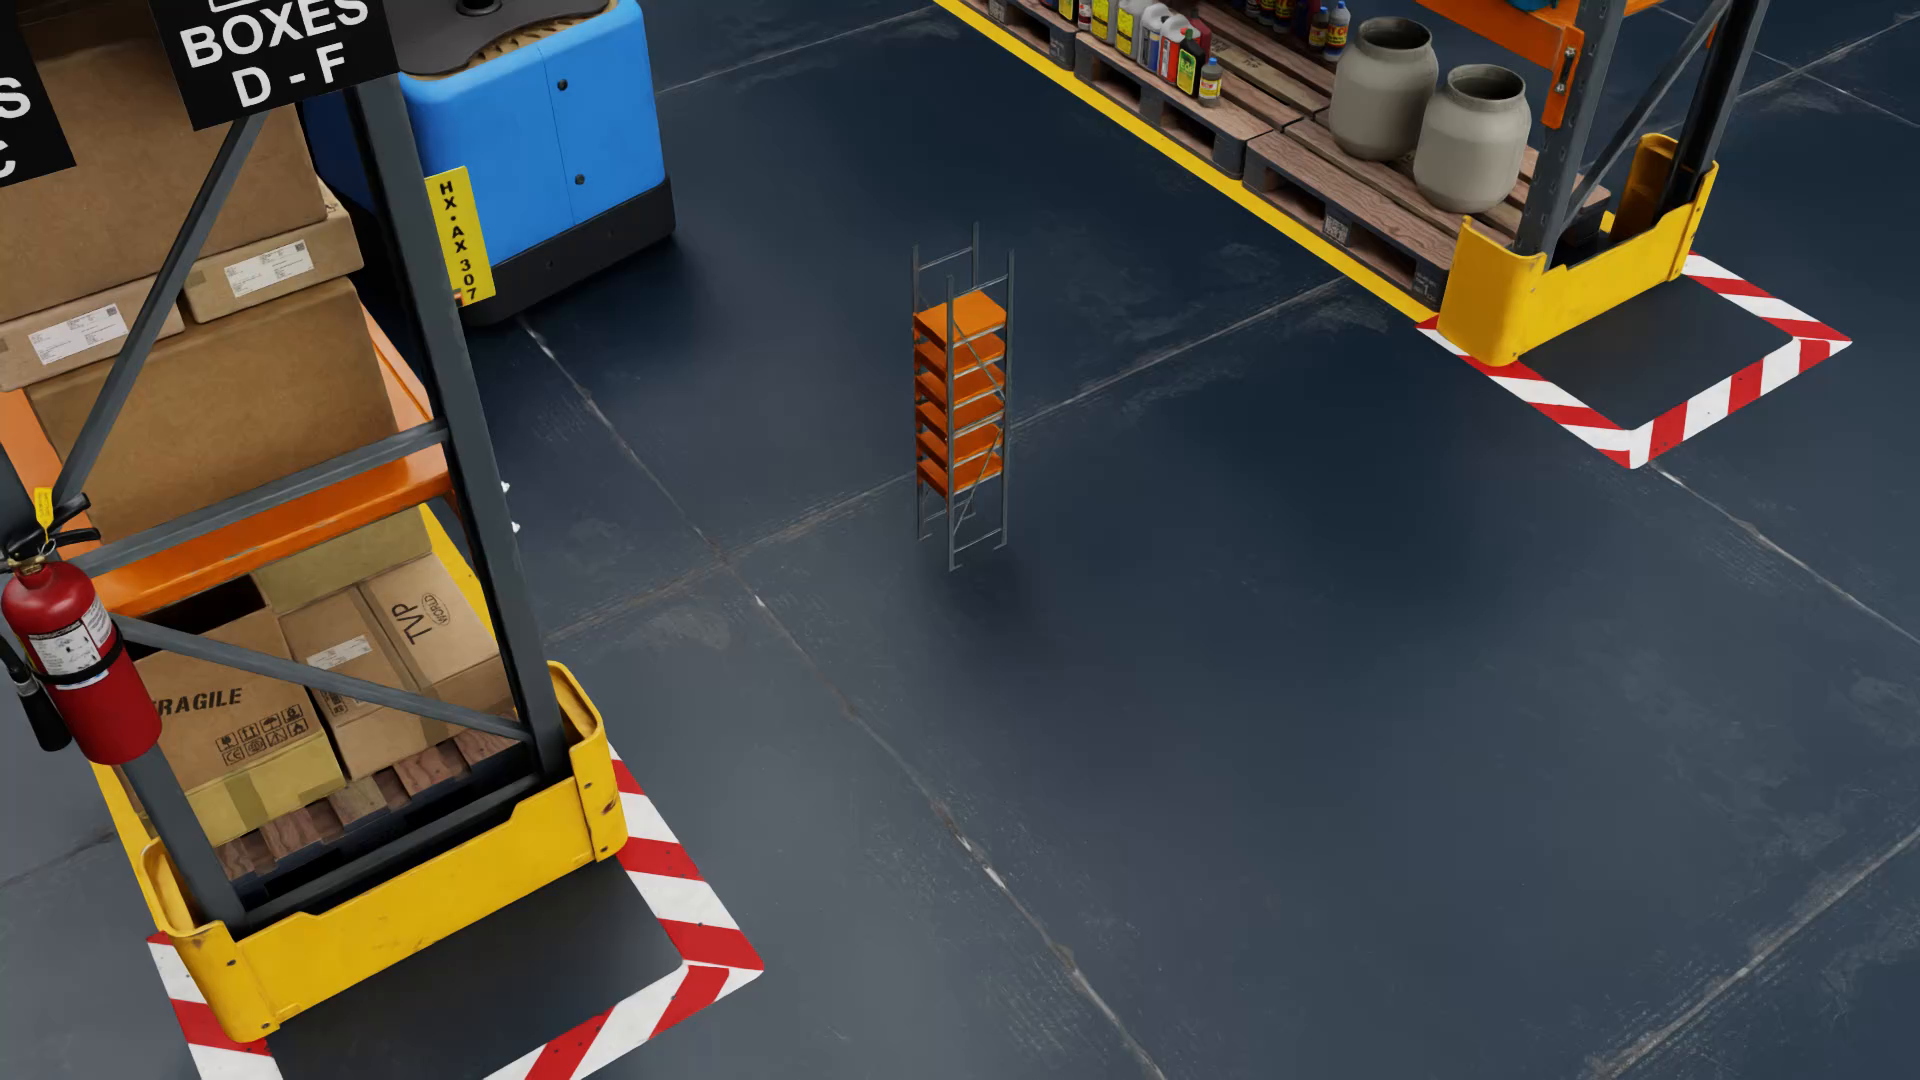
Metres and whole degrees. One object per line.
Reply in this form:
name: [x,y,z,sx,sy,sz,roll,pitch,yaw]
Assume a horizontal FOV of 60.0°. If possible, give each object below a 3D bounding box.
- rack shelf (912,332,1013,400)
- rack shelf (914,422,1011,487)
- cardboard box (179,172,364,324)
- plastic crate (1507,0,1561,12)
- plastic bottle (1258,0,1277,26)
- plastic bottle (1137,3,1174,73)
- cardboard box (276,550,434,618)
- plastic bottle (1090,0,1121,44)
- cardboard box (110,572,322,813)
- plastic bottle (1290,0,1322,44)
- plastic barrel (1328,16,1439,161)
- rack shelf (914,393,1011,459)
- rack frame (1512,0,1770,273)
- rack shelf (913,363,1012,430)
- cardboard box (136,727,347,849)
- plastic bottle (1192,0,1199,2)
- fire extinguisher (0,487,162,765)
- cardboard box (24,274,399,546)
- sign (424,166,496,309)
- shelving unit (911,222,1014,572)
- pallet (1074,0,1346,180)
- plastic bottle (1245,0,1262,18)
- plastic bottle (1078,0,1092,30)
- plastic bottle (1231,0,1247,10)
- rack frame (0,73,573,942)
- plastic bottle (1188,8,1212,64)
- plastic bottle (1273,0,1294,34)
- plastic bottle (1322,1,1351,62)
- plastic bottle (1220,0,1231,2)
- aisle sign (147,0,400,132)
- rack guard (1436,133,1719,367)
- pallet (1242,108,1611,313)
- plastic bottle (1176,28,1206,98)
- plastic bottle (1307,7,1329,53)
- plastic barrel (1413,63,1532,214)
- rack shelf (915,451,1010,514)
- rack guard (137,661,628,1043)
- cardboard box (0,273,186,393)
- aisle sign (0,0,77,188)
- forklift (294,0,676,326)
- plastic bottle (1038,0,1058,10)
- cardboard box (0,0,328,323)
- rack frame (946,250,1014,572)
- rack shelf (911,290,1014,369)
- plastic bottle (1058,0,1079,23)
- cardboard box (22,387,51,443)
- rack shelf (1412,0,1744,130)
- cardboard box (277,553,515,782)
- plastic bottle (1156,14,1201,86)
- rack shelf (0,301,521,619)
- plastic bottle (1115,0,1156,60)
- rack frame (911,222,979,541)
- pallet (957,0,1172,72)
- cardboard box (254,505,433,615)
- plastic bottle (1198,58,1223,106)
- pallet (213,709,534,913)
rack shelf: [0.008,-0.567,5.192,0.258,0.103,0.180,-26,49,-24]
rack shelf: [0.008,-0.307,5.441,0.258,0.103,0.180,-26,49,-24]
cardboard box: [-1.581,-0.666,3.733,0.380,0.149,0.250,-26,49,-25]
plastic crate: [2.000,-2.154,5.942,0.499,0.251,0.616,-26,49,-24]
plastic bottle: [1.497,-2.615,7.975,0.097,0.271,0.097,0,44,0]
plastic bottle: [0.921,-2.315,7.657,0.152,0.276,0.135,-27,50,-25]
cardboard box: [-1.946,0.082,5.179,0.500,0.250,0.500,-26,49,-24]
plastic bottle: [0.716,-2.540,7.838,0.144,0.351,0.185,-26,49,-25]
cardboard box: [-2.084,0.297,4.410,0.500,0.500,0.500,-26,49,-24]
plastic bottle: [1.636,-2.504,7.850,0.061,0.283,0.133,-25,49,-24]
plastic barrel: [1.806,-1.921,7.087,0.421,0.512,0.421,0,44,0]
rack shelf: [0.008,-0.394,5.358,0.258,0.103,0.180,-26,49,-24]
rack frame: [2.532,-2.042,5.717,1.000,3.000,0.127,-26,49,-24]
rack shelf: [0.008,-0.480,5.275,0.258,0.103,0.180,-26,49,-24]
cardboard box: [-2.082,0.568,4.670,0.500,0.250,0.500,-26,49,-24]
plastic bottle: [1.146,-2.806,8.166,0.061,0.283,0.133,-26,49,-24]
fire extinguisher: [-1.846,0.191,3.434,0.296,0.674,0.183,-26,49,-24]
cardboard box: [-1.789,-0.393,3.917,0.700,0.500,0.500,-26,49,-24]
sign: [-1.074,-0.645,3.570,0.100,0.325,0.005,-26,49,-24]
shelving unit: [0.008,-0.426,5.327,0.258,1.200,0.189,-26,49,-24]
pallet: [1.296,-2.211,7.913,1.003,0.211,1.213,-26,49,-24]
plastic bottle: [1.441,-2.646,8.058,0.097,0.201,0.097,0,44,0]
plastic bottle: [0.616,-2.557,7.964,0.097,0.201,0.097,0,44,0]
plastic bottle: [1.381,-2.730,8.095,0.097,0.271,0.097,0,44,0]
rack frame: [-1.533,-0.088,3.670,1.000,3.000,0.127,-26,49,-24]
plastic bottle: [1.087,-2.282,7.617,0.061,0.283,0.133,-26,49,-24]
plastic bottle: [1.555,-2.559,7.915,0.097,0.271,0.097,0,44,0]
plastic bottle: [1.751,-2.365,7.712,0.097,0.271,0.097,0,44,0]
plastic bottle: [1.323,-2.763,8.179,0.097,0.201,0.097,0,44,0]
aisle sign: [-1.244,-1.112,2.860,0.394,0.787,0.004,-26,49,-24]
rack guard: [2.450,-1.163,6.606,1.175,0.500,0.348,-26,49,-24]
pallet: [1.990,-1.520,7.190,1.003,0.211,1.213,-26,49,-24]
plastic bottle: [1.040,-2.145,7.473,0.061,0.283,0.133,-25,49,-24]
plastic bottle: [1.691,-2.398,7.797,0.097,0.201,0.097,0,44,0]
plastic barrel: [2.093,-1.637,6.790,0.421,0.512,0.421,0,44,0]
rack shelf: [0.008,-0.220,5.524,0.258,0.103,0.180,-26,49,-24]
rack guard: [-1.519,0.830,4.519,1.175,0.500,0.348,-26,49,-24]
cardboard box: [-1.908,-0.500,3.559,0.380,0.149,0.250,-27,50,-25]
aisle sign: [-1.736,-0.875,2.611,0.394,0.787,0.004,-26,49,-24]
forklift: [-2.611,-2.802,6.563,3.031,2.935,1.130,34,53,30]
plastic bottle: [0.473,-2.781,8.090,0.144,0.351,0.185,-28,50,-26]
cardboard box: [-1.820,-0.893,3.501,0.700,0.500,0.500,-26,49,-24]
rack frame: [0.061,-0.374,5.273,0.240,1.200,0.006,-26,49,-24]
rack shelf: [0.008,-0.654,5.109,0.258,0.103,0.180,-26,49,-24]
plastic bottle: [0.534,-2.646,7.998,0.061,0.283,0.133,-24,48,-23]
cardboard box: [-2.094,-0.689,4.227,0.700,0.500,0.500,-24,49,-23]
rack shelf: [1.388,-2.915,7.152,1.077,0.370,4.000,-26,49,-24]
cardboard box: [-1.657,0.363,4.884,0.500,0.250,0.500,-26,49,-24]
plastic bottle: [1.000,-2.237,7.575,0.152,0.276,0.135,-25,49,-24]
rack shelf: [-2.677,-0.960,5.105,1.077,0.370,4.000,-26,49,-24]
plastic bottle: [0.823,-2.435,7.728,0.144,0.351,0.185,-24,49,-23]
rack frame: [-0.044,-0.478,5.381,0.240,1.200,0.006,-26,49,-24]
pallet: [0.594,-2.902,8.637,1.003,0.211,1.213,-26,49,-24]
cardboard box: [-1.945,-0.190,4.921,0.500,0.500,0.500,-26,49,-24]
plastic bottle: [1.122,-2.056,7.440,0.097,0.201,0.097,0,44,0]
pallet: [-2.005,0.504,5.069,1.003,0.211,1.213,-26,49,-24]
